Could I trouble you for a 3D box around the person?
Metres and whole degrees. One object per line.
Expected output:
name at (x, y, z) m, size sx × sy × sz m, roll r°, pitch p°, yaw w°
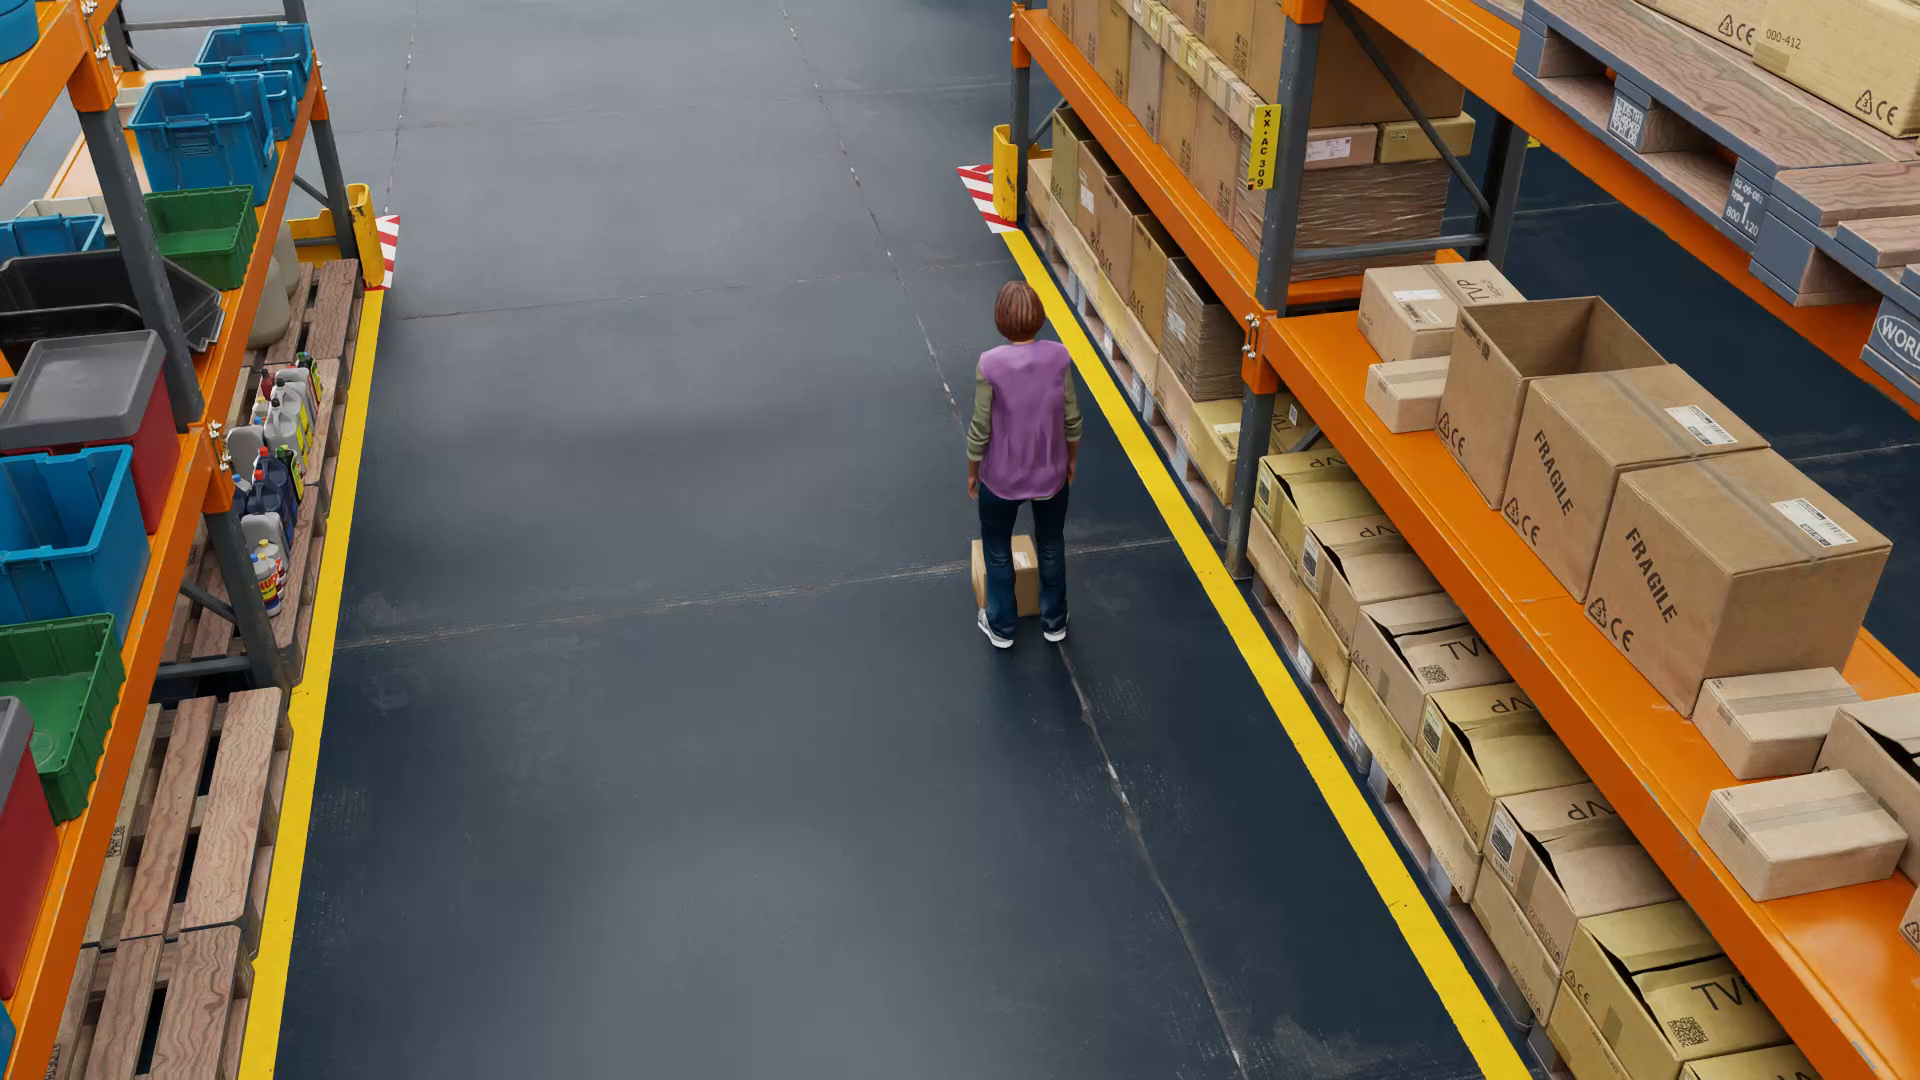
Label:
person at (0.247, -0.211, 6.559) m, size 0.470 × 1.476 × 0.348 m, roll -7°, pitch 35°, yaw -10°
